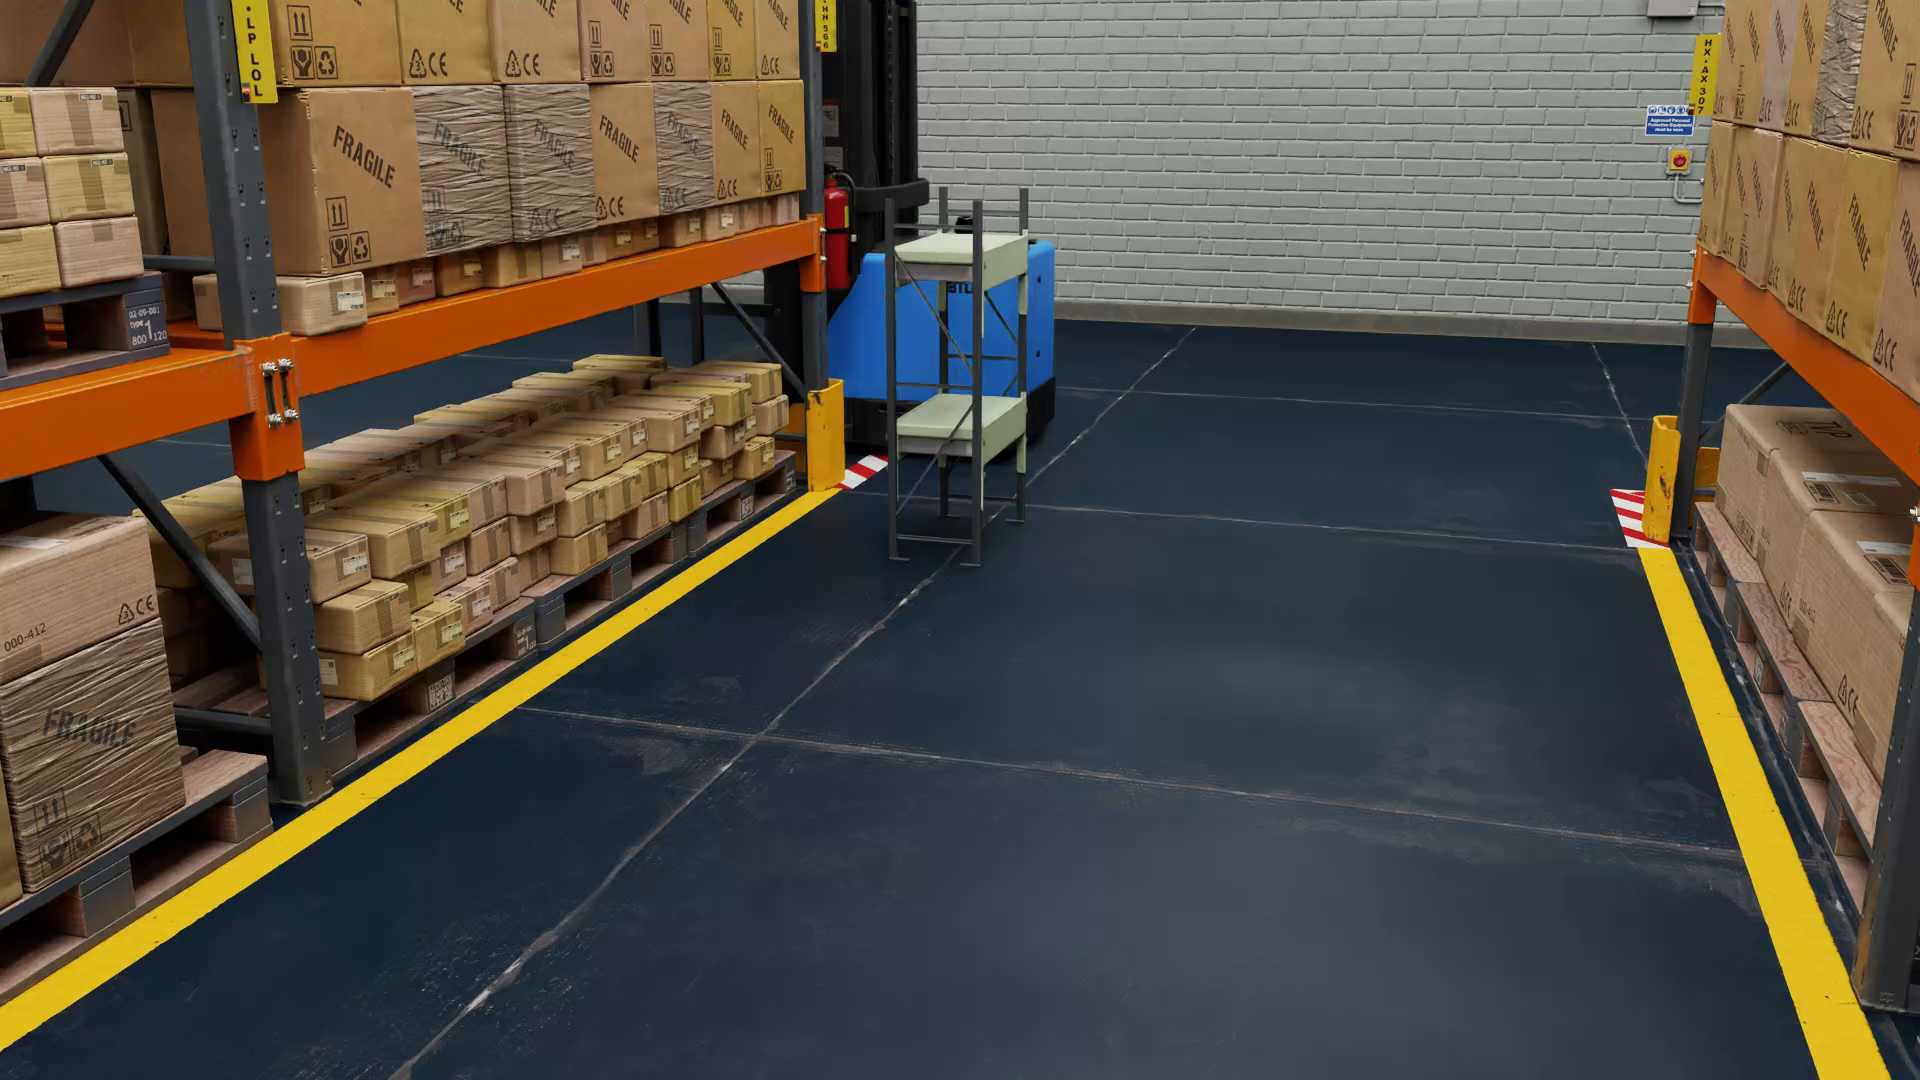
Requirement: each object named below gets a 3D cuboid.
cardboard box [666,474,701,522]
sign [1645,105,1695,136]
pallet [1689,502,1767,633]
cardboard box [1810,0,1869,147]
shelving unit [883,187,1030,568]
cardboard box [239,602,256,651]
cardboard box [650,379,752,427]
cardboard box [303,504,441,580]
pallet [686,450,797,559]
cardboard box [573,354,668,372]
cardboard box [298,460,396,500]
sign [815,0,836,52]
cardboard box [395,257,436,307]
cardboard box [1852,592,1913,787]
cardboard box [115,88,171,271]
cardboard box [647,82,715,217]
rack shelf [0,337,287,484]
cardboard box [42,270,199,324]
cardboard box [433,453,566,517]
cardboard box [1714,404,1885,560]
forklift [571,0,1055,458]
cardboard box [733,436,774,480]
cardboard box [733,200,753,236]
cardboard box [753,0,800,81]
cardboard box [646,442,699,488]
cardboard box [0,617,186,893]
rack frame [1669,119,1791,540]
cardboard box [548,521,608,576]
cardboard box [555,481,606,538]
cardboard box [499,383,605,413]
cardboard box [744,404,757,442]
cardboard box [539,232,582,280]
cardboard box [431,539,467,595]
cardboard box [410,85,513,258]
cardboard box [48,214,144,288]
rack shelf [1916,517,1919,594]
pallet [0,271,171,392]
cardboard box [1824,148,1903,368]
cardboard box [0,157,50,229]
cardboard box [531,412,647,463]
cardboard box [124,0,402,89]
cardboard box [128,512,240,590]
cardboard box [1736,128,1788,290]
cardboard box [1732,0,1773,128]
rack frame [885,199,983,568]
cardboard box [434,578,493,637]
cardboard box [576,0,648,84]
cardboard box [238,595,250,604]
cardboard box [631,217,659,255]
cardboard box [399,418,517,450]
[{"bbox_3d":[-1.307,-0.188,6.950,0.380,0.149,0.250,4,16,13],"label":"cardboard box"},{"bbox_3d":[5.172,-3.055,12.109,0.327,0.218,0.001,5,16,16],"label":"sign"},{"bbox_3d":[3.469,0.128,6.491,1.003,0.211,1.213,5,16,16],"label":"pallet"},{"bbox_3d":[2.641,-1.322,4.478,0.500,0.500,0.500,5,17,17],"label":"cardboard box"},{"bbox_3d":[-0.002,-0.720,7.119,0.431,1.500,0.755,5,16,16],"label":"shelving unit"},{"bbox_3d":[-2.351,0.239,5.443,0.380,0.149,0.250,5,17,17],"label":"cardboard box"},{"bbox_3d":[-1.139,-0.606,7.332,0.380,0.149,0.250,4,16,15],"label":"cardboard box"},{"bbox_3d":[-1.859,0.002,5.189,0.380,0.149,0.250,5,17,19],"label":"cardboard box"},{"bbox_3d":[-1.440,-0.215,7.700,1.003,0.211,1.213,5,16,16],"label":"pallet"},{"bbox_3d":[-1.628,-0.792,7.989,0.380,0.149,0.250,4,16,13],"label":"cardboard box"},{"bbox_3d":[-2.192,-0.167,5.786,0.380,0.149,0.250,5,17,18],"label":"cardboard box"},{"bbox_3d":[-0.627,-2.447,7.758,0.100,0.325,0.005,5,16,16],"label":"sign"},{"bbox_3d":[-1.868,-0.815,5.165,0.380,0.149,0.250,4,16,13],"label":"cardboard box"},{"bbox_3d":[2.766,0.493,4.022,0.875,0.438,0.875,4,16,15],"label":"cardboard box"},{"bbox_3d":[-2.424,-1.079,4.909,0.500,0.500,0.500,5,16,16],"label":"cardboard box"},{"bbox_3d":[-1.321,-1.572,6.646,0.500,0.500,0.500,5,16,16],"label":"cardboard box"},{"bbox_3d":[-2.859,0.130,2.693,1.077,0.370,4.000,5,16,16],"label":"rack shelf"},{"bbox_3d":[-2.434,-0.712,4.801,0.380,0.149,0.250,4,16,15],"label":"cardboard box"},{"bbox_3d":[-1.631,-0.198,5.895,0.380,0.149,0.250,5,17,17],"label":"cardboard box"},{"bbox_3d":[3.529,-0.218,6.525,0.875,0.438,0.875,4,16,14],"label":"cardboard box"},{"bbox_3d":[-1.031,-2.055,9.203,3.031,2.935,1.130,5,17,16],"label":"forklift"},{"bbox_3d":[-1.079,-0.388,7.653,0.380,0.149,0.250,5,17,18],"label":"cardboard box"},{"bbox_3d":[-1.139,-1.429,7.331,0.380,0.149,0.250,4,16,15],"label":"cardboard box"},{"bbox_3d":[-1.045,-2.319,7.448,0.500,0.500,0.500,4,16,15],"label":"cardboard box"},{"bbox_3d":[-1.311,-0.327,6.894,0.380,0.149,0.250,5,17,17],"label":"cardboard box"},{"bbox_3d":[-2.259,0.474,3.972,0.500,0.500,0.500,4,16,15],"label":"cardboard box"},{"bbox_3d":[3.621,-1.429,6.869,1.000,3.000,0.127,5,16,16],"label":"rack frame"},{"bbox_3d":[-1.549,0.017,6.227,0.380,0.149,0.250,4,16,14],"label":"cardboard box"},{"bbox_3d":[-1.547,-0.125,6.181,0.380,0.149,0.250,4,16,15],"label":"cardboard box"},{"bbox_3d":[-1.777,-0.583,7.253,0.380,0.149,0.250,4,16,13],"label":"cardboard box"},{"bbox_3d":[-1.156,-0.535,7.629,0.380,0.149,0.250,4,16,15],"label":"cardboard box"},{"bbox_3d":[-1.568,-1.016,5.874,0.380,0.149,0.250,5,17,18],"label":"cardboard box"},{"bbox_3d":[-1.860,0.077,5.470,0.380,0.149,0.250,5,16,16],"label":"cardboard box"},{"bbox_3d":[-1.774,-1.171,5.232,0.500,0.500,0.500,5,16,16],"label":"cardboard box"},{"bbox_3d":[-2.213,-0.701,3.996,0.380,0.149,0.250,4,16,15],"label":"cardboard box"},{"bbox_3d":[1.916,0.487,1.433,1.077,0.370,4.000,5,16,16],"label":"rack shelf"},{"bbox_3d":[-2.647,-0.459,3.801,1.003,0.211,1.213,5,16,16],"label":"pallet"},{"bbox_3d":[2.512,-0.706,4.140,0.500,0.500,0.500,4,16,15],"label":"cardboard box"},{"bbox_3d":[-2.288,-0.775,3.712,0.380,0.149,0.250,5,17,16],"label":"cardboard box"},{"bbox_3d":[-1.478,-0.408,6.635,0.380,0.149,0.250,4,16,14],"label":"cardboard box"},{"bbox_3d":[-1.928,-1.511,4.599,0.500,0.500,0.500,5,17,17],"label":"cardboard box"},{"bbox_3d":[-2.439,0.030,5.090,0.380,0.149,0.250,5,17,17],"label":"cardboard box"},{"bbox_3d":[2.931,-1.107,5.553,0.500,0.500,0.500,5,16,16],"label":"cardboard box"},{"bbox_3d":[3.071,-1.719,5.876,0.500,0.500,0.500,4,16,14],"label":"cardboard box"},{"bbox_3d":[-0.106,-0.624,6.781,0.400,1.500,0.023,5,16,16],"label":"rack frame"},{"bbox_3d":[-1.782,0.221,5.508,0.380,0.149,0.250,5,16,16],"label":"cardboard box"},{"bbox_3d":[-1.476,-1.911,6.010,0.500,0.500,0.500,4,16,14],"label":"cardboard box"},{"bbox_3d":[-2.441,0.108,5.361,0.380,0.149,0.250,4,16,13],"label":"cardboard box"},{"bbox_3d":[-1.426,-1.228,6.621,0.380,0.149,0.250,4,16,14],"label":"cardboard box"},{"bbox_3d":[-1.963,-0.373,6.512,0.380,0.149,0.250,5,16,16],"label":"cardboard box"}]
